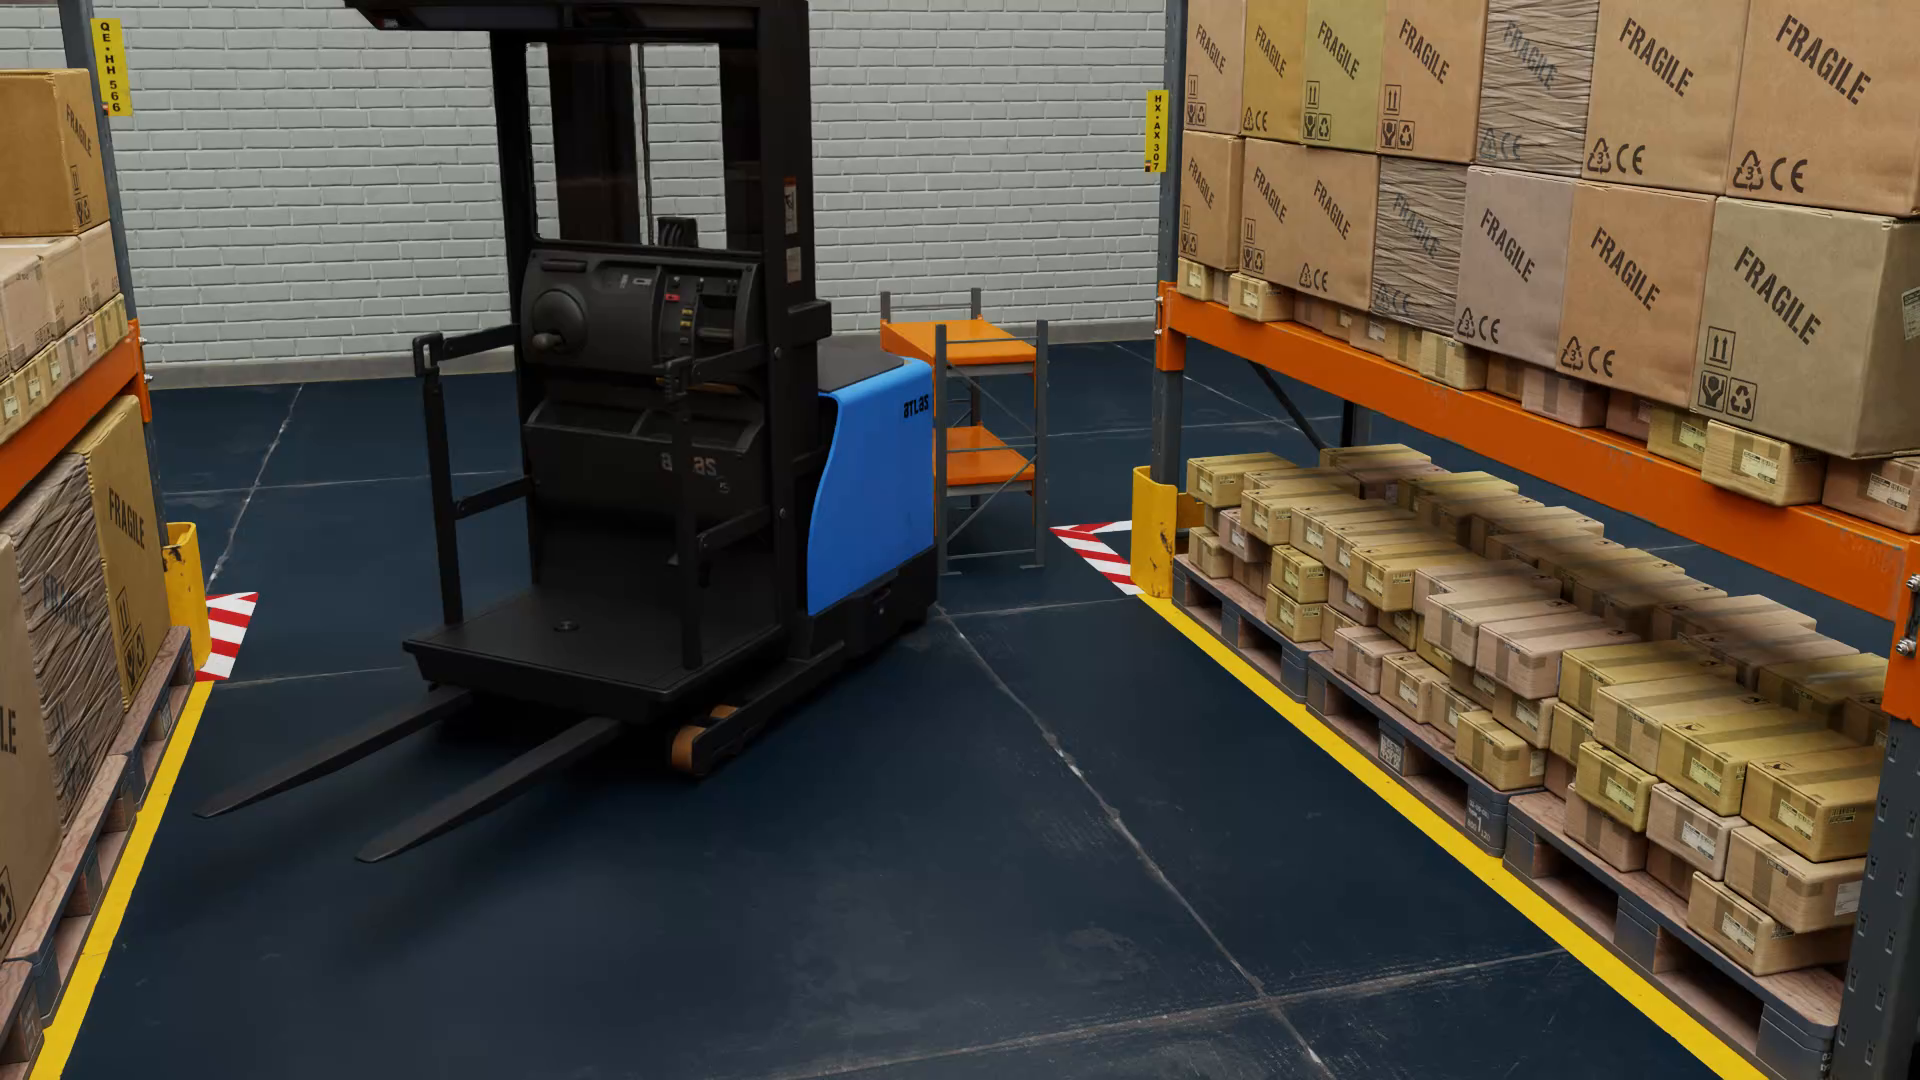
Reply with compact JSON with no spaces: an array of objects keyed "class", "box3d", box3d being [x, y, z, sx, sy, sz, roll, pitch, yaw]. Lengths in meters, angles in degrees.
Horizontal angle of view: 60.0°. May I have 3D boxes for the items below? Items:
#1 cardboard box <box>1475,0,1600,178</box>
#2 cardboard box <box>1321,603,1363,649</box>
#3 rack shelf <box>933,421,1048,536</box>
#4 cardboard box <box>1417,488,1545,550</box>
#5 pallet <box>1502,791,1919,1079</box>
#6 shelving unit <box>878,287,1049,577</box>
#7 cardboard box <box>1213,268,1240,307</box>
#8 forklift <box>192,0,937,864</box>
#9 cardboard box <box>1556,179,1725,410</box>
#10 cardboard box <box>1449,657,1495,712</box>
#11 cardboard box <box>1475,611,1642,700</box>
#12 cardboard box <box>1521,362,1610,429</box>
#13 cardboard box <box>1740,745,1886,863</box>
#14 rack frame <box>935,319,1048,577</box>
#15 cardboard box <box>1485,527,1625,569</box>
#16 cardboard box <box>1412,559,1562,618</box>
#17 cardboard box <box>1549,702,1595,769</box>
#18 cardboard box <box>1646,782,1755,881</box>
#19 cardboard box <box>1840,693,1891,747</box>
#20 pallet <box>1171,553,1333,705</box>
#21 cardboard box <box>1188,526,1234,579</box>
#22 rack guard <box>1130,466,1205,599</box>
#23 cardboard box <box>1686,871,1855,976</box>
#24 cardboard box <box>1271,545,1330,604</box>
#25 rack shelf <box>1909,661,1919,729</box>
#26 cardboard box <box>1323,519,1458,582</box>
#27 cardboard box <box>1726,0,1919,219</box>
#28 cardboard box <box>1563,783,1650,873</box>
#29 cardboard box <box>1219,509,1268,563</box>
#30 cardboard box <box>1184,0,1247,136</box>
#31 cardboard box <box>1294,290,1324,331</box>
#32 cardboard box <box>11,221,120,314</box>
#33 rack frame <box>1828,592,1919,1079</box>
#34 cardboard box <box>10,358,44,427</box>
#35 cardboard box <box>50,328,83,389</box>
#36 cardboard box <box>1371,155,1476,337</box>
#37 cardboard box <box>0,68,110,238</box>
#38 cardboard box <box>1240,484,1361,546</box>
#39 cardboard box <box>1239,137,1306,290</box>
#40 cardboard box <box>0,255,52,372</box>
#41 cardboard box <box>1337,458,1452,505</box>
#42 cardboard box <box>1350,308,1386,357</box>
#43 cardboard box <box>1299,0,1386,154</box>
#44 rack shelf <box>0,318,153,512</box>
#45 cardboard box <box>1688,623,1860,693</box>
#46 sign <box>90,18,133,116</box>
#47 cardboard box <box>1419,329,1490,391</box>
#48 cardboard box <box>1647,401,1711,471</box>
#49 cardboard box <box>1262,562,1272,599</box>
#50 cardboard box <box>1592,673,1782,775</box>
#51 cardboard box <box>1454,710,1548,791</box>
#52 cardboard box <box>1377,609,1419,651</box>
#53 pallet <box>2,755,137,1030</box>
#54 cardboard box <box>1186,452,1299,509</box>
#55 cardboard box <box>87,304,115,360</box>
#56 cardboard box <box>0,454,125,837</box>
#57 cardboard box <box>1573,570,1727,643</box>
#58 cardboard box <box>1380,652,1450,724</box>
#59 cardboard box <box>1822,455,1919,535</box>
[{"class":"cardboard box","box3d":[1.763,-1.252,4.477,0.500,0.500,0.500,-4,17,-14]},{"class":"cardboard box","box3d":[1.515,0.316,5.913,0.380,0.149,0.250,-5,17,-15]},{"class":"rack shelf","box3d":[-0.002,-0.306,7.867,0.538,0.278,1.000,-5,17,-15]},{"class":"cardboard box","box3d":[1.933,-0.077,6.187,0.380,0.149,0.250,-5,18,-17]},{"class":"pallet","box3d":[2.207,0.964,4.377,1.003,0.211,1.213,-5,17,-15]},{"class":"shelving unit","box3d":[-0.002,-0.541,7.796,0.538,1.125,1.048,-5,17,-15]},{"class":"cardboard box","box3d":[1.210,-0.992,6.478,0.380,0.149,0.250,-4,17,-13]},{"class":"forklift","box3d":[-1.188,-0.779,5.450,1.130,2.935,3.031,8,18,25]},{"class":"cardboard box","box3d":[1.880,-0.634,4.159,0.500,0.500,0.500,-5,17,-17]},{"class":"cardboard box","box3d":[1.739,0.403,5.106,0.380,0.149,0.250,-6,18,-18]},{"class":"cardboard box","box3d":[1.735,0.331,4.827,0.380,0.149,0.250,-6,18,-18]},{"class":"cardboard box","box3d":[1.780,-0.416,4.561,0.380,0.149,0.250,-5,18,-18]},{"class":"cardboard box","box3d":[2.078,0.613,3.890,0.380,0.149,0.250,-4,17,-14]},{"class":"rack frame","box3d":[0.138,-0.400,7.328,0.500,1.125,0.032,-5,17,-15]},{"class":"cardboard box","box3d":[2.026,0.074,5.682,0.380,0.149,0.250,-5,18,-17]},{"class":"cardboard box","box3d":[1.686,0.180,5.329,0.380,0.149,0.250,-5,17,-15]},{"class":"cardboard box","box3d":[1.882,0.547,4.625,0.380,0.149,0.250,-5,17,-15]},{"class":"cardboard box","box3d":[1.948,0.697,4.126,0.380,0.149,0.250,-6,18,-18]},{"class":"cardboard box","box3d":[2.512,0.498,4.272,0.380,0.149,0.250,-4,17,-13]},{"class":"pallet","box3d":[1.537,0.289,6.624,1.003,0.211,1.213,-5,17,-15]},{"class":"cardboard box","box3d":[1.163,0.039,6.833,0.380,0.149,0.250,-4,17,-14]},{"class":"rack guard","box3d":[1.348,-0.077,7.340,1.175,0.500,0.348,-5,17,-15]},{"class":"cardboard box","box3d":[1.991,0.894,3.988,0.380,0.149,0.250,-4,17,-15]},{"class":"cardboard box","box3d":[1.363,0.112,6.073,0.380,0.149,0.250,-4,17,-14]},{"class":"rack shelf","box3d":[2.976,0.709,1.628,1.077,0.370,4.000,-5,17,-15]},{"class":"cardboard box","box3d":[1.496,0.042,5.790,0.380,0.149,0.250,-4,17,-13]},{"class":"cardboard box","box3d":[2.037,-0.967,3.527,0.500,0.500,0.500,-5,18,-17]},{"class":"cardboard box","box3d":[1.865,0.747,4.475,0.380,0.149,0.250,-5,18,-17]},{"class":"cardboard box","box3d":[1.245,-0.028,6.540,0.380,0.149,0.250,-5,17,-16]},{"class":"cardboard box","box3d":[1.195,-1.819,6.366,0.500,0.500,0.500,-5,17,-16]},{"class":"cardboard box","box3d":[1.436,-0.853,6.013,0.380,0.149,0.250,-4,17,-13]},{"class":"cardboard box","box3d":[-3.082,-0.889,5.440,0.500,0.250,0.500,-5,17,-16]},{"class":"rack frame","box3d":[2.423,-0.189,3.366,0.949,2.616,0.053,-5,17,-15]},{"class":"cardboard box","box3d":[-2.702,-0.384,4.454,0.380,0.149,0.250,-5,17,-15]},{"class":"cardboard box","box3d":[-2.847,-0.528,4.931,0.380,0.149,0.250,-4,17,-14]},{"class":"cardboard box","box3d":[1.625,-0.917,5.098,0.500,0.500,0.500,-5,17,-17]},{"class":"cardboard box","box3d":[-3.083,-1.247,5.329,0.500,0.500,0.500,-4,17,-15]},{"class":"cardboard box","box3d":[1.282,-0.098,6.254,0.380,0.149,0.250,-5,17,-15]},{"class":"cardboard box","box3d":[1.356,-1.194,6.020,0.500,0.500,0.500,-5,17,-15]},{"class":"cardboard box","box3d":[-2.803,-0.607,4.504,0.500,0.250,0.500,-5,18,-17]},{"class":"cardboard box","box3d":[1.730,-0.215,6.647,0.380,0.149,0.250,-4,17,-14]},{"class":"cardboard box","box3d":[1.527,-0.705,5.523,0.380,0.149,0.250,-5,17,-16]},{"class":"cardboard box","box3d":[1.461,-1.535,5.418,0.500,0.500,0.500,-5,17,-16]},{"class":"rack shelf","box3d":[-2.920,-0.033,4.099,1.077,0.370,4.000,-5,17,-15]},{"class":"cardboard box","box3d":[2.301,0.362,4.726,0.380,0.149,0.250,-5,17,-17]},{"class":"sign","box3d":[-2.944,-1.638,5.767,0.100,0.325,0.005,-5,17,-15]},{"class":"cardboard box","box3d":[1.624,-0.556,5.025,0.380,0.149,0.250,-4,17,-14]},{"class":"cardboard box","box3d":[1.931,-0.270,4.074,0.380,0.149,0.250,-4,17,-13]},{"class":"cardboard box","box3d":[1.388,0.173,6.387,0.380,0.149,0.250,-5,17,-15]},{"class":"cardboard box","box3d":[1.894,0.477,4.342,0.380,0.149,0.250,-5,17,-16]},{"class":"cardboard box","box3d":[1.706,0.608,4.941,0.380,0.149,0.250,-5,17,-15]},{"class":"cardboard box","box3d":[1.642,0.250,5.615,0.380,0.149,0.250,-4,17,-12]},{"class":"pallet","box3d":[-2.843,0.956,4.402,1.003,0.211,1.213,-5,17,-15]},{"class":"cardboard box","box3d":[1.144,-0.244,6.742,0.380,0.149,0.250,-6,18,-18]},{"class":"cardboard box","box3d":[-2.982,-0.666,5.393,0.380,0.149,0.250,-5,17,-15]},{"class":"cardboard box","box3d":[-2.967,0.308,4.677,0.875,0.875,0.875,-5,17,-15]},{"class":"cardboard box","box3d":[2.156,0.216,5.211,0.380,0.149,0.250,-5,18,-18]},{"class":"cardboard box","box3d":[1.601,0.466,5.412,0.380,0.149,0.250,-5,17,-15]},{"class":"cardboard box","box3d":[2.122,-0.129,3.604,0.380,0.149,0.250,-5,17,-16]}]
